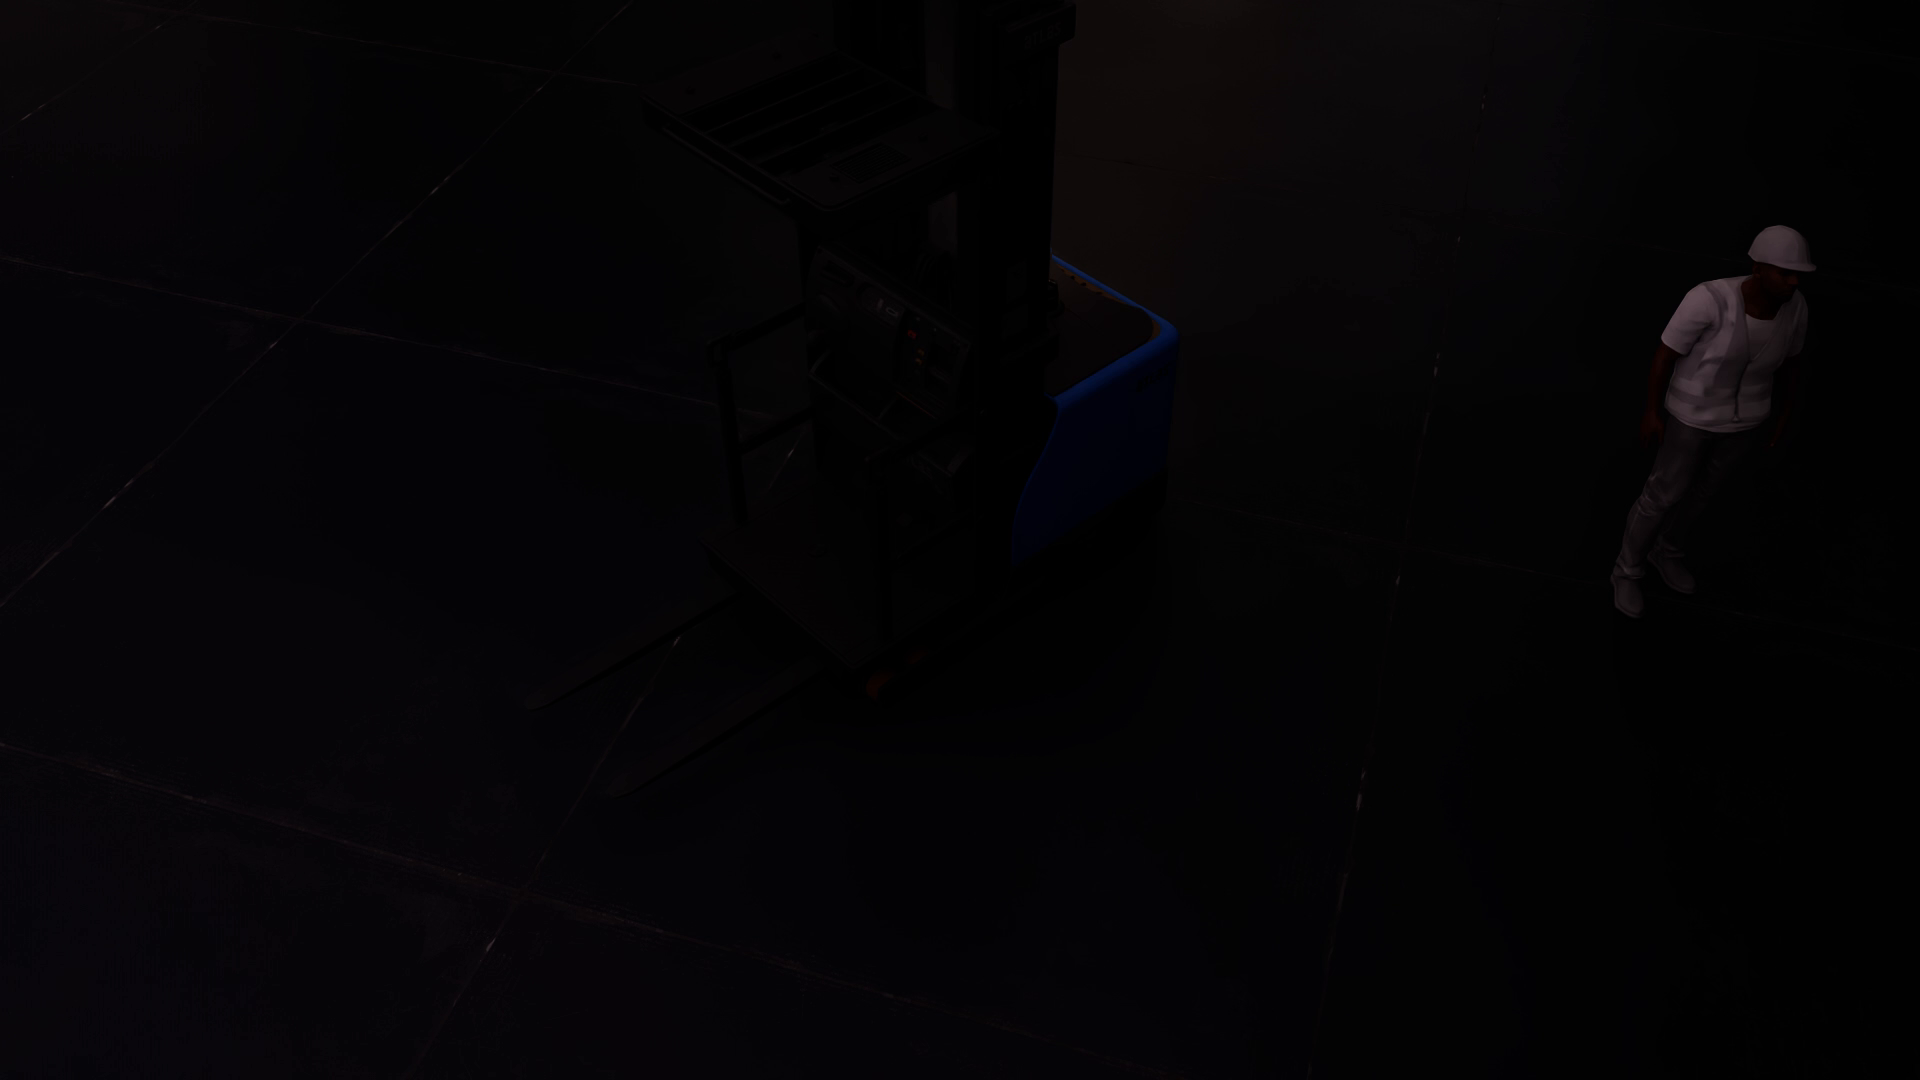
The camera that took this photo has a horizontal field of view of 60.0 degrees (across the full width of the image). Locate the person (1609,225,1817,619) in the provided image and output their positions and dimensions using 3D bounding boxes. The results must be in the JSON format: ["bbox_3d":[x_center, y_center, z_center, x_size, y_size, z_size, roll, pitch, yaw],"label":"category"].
[{"bbox_3d":[3.237,-0.487,7.059,0.672,1.767,0.578,-4,43,-5],"label":"person"}]

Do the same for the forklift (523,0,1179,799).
[{"bbox_3d":[-0.449,-0.774,6.521,3.031,2.935,1.130,-32,52,-30],"label":"forklift"}]
